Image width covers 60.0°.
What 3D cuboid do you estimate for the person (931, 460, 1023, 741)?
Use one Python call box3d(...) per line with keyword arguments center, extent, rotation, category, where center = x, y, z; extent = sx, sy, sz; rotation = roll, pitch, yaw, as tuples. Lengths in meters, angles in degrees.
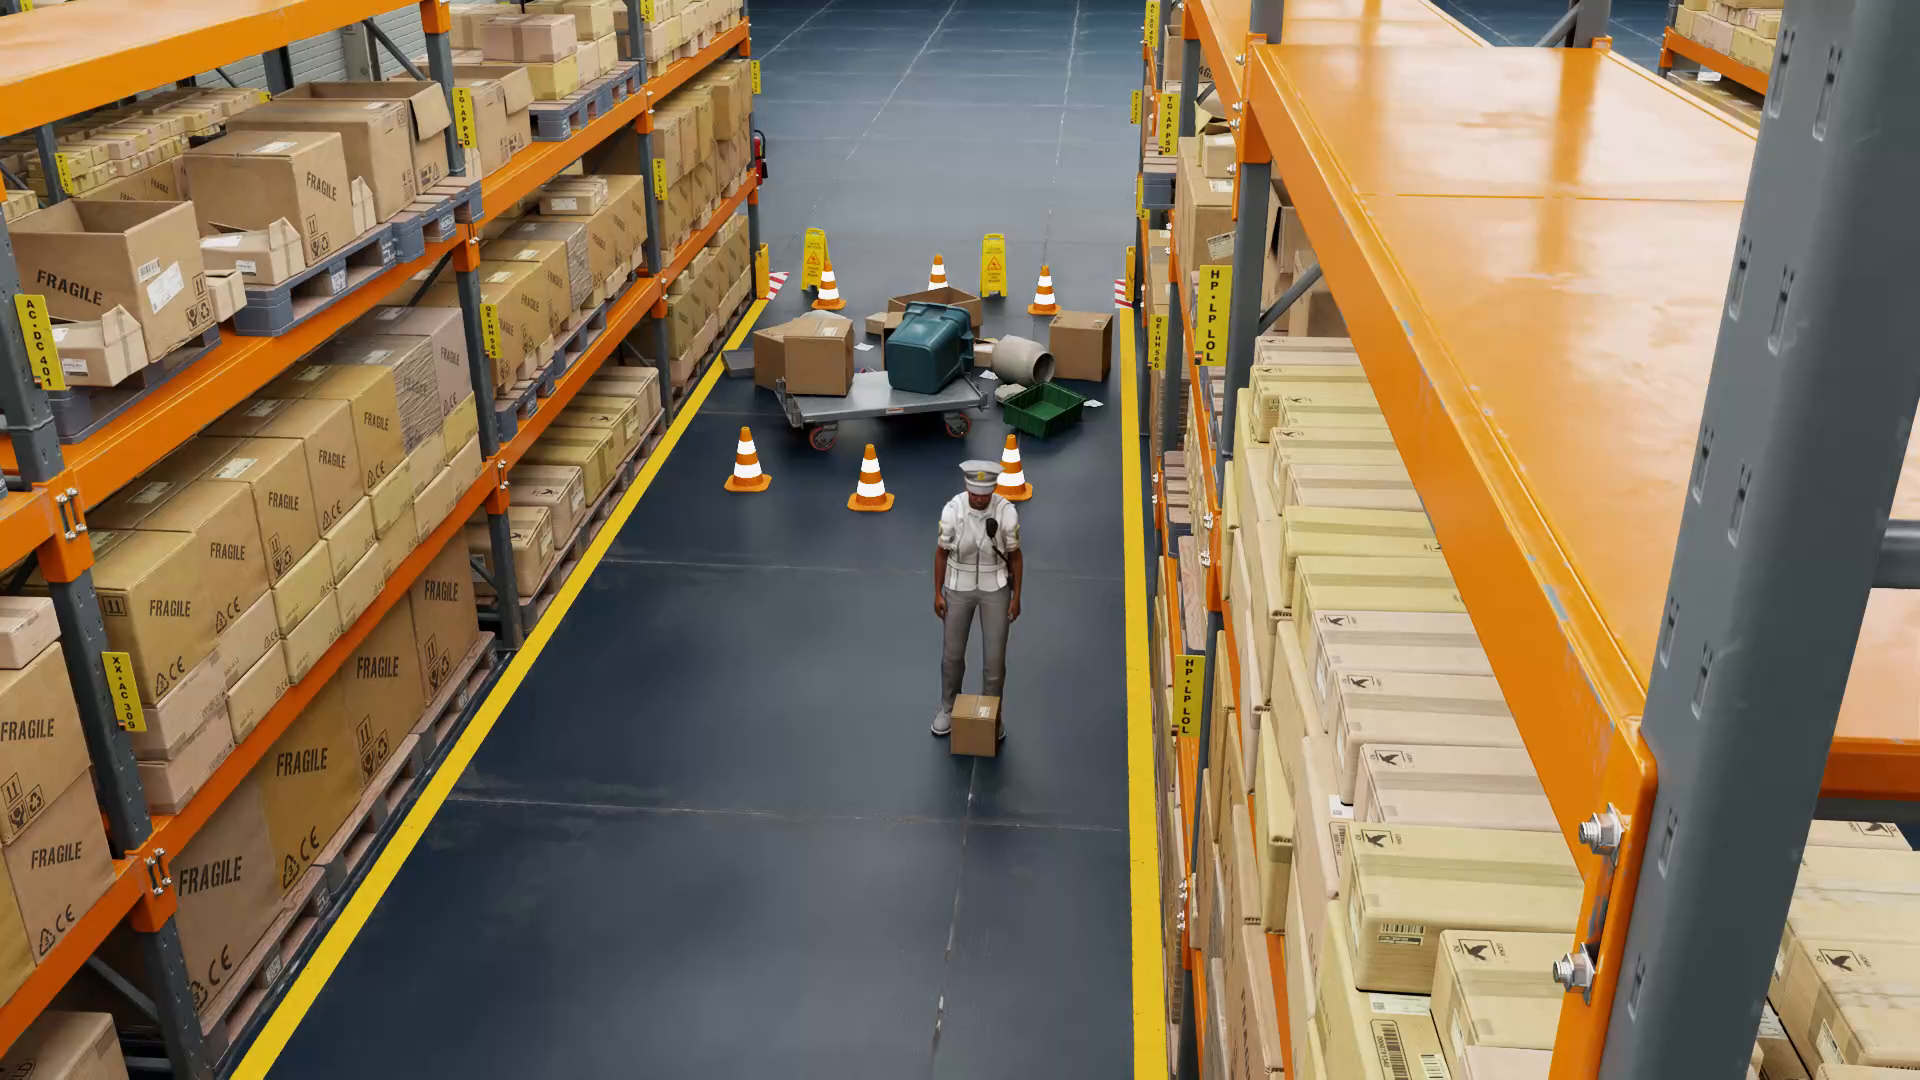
box3d(center=(0.094, 0.314, 9.308), extent=(0.506, 1.660, 0.415), rotation=(2, 25, 4), category="person")
